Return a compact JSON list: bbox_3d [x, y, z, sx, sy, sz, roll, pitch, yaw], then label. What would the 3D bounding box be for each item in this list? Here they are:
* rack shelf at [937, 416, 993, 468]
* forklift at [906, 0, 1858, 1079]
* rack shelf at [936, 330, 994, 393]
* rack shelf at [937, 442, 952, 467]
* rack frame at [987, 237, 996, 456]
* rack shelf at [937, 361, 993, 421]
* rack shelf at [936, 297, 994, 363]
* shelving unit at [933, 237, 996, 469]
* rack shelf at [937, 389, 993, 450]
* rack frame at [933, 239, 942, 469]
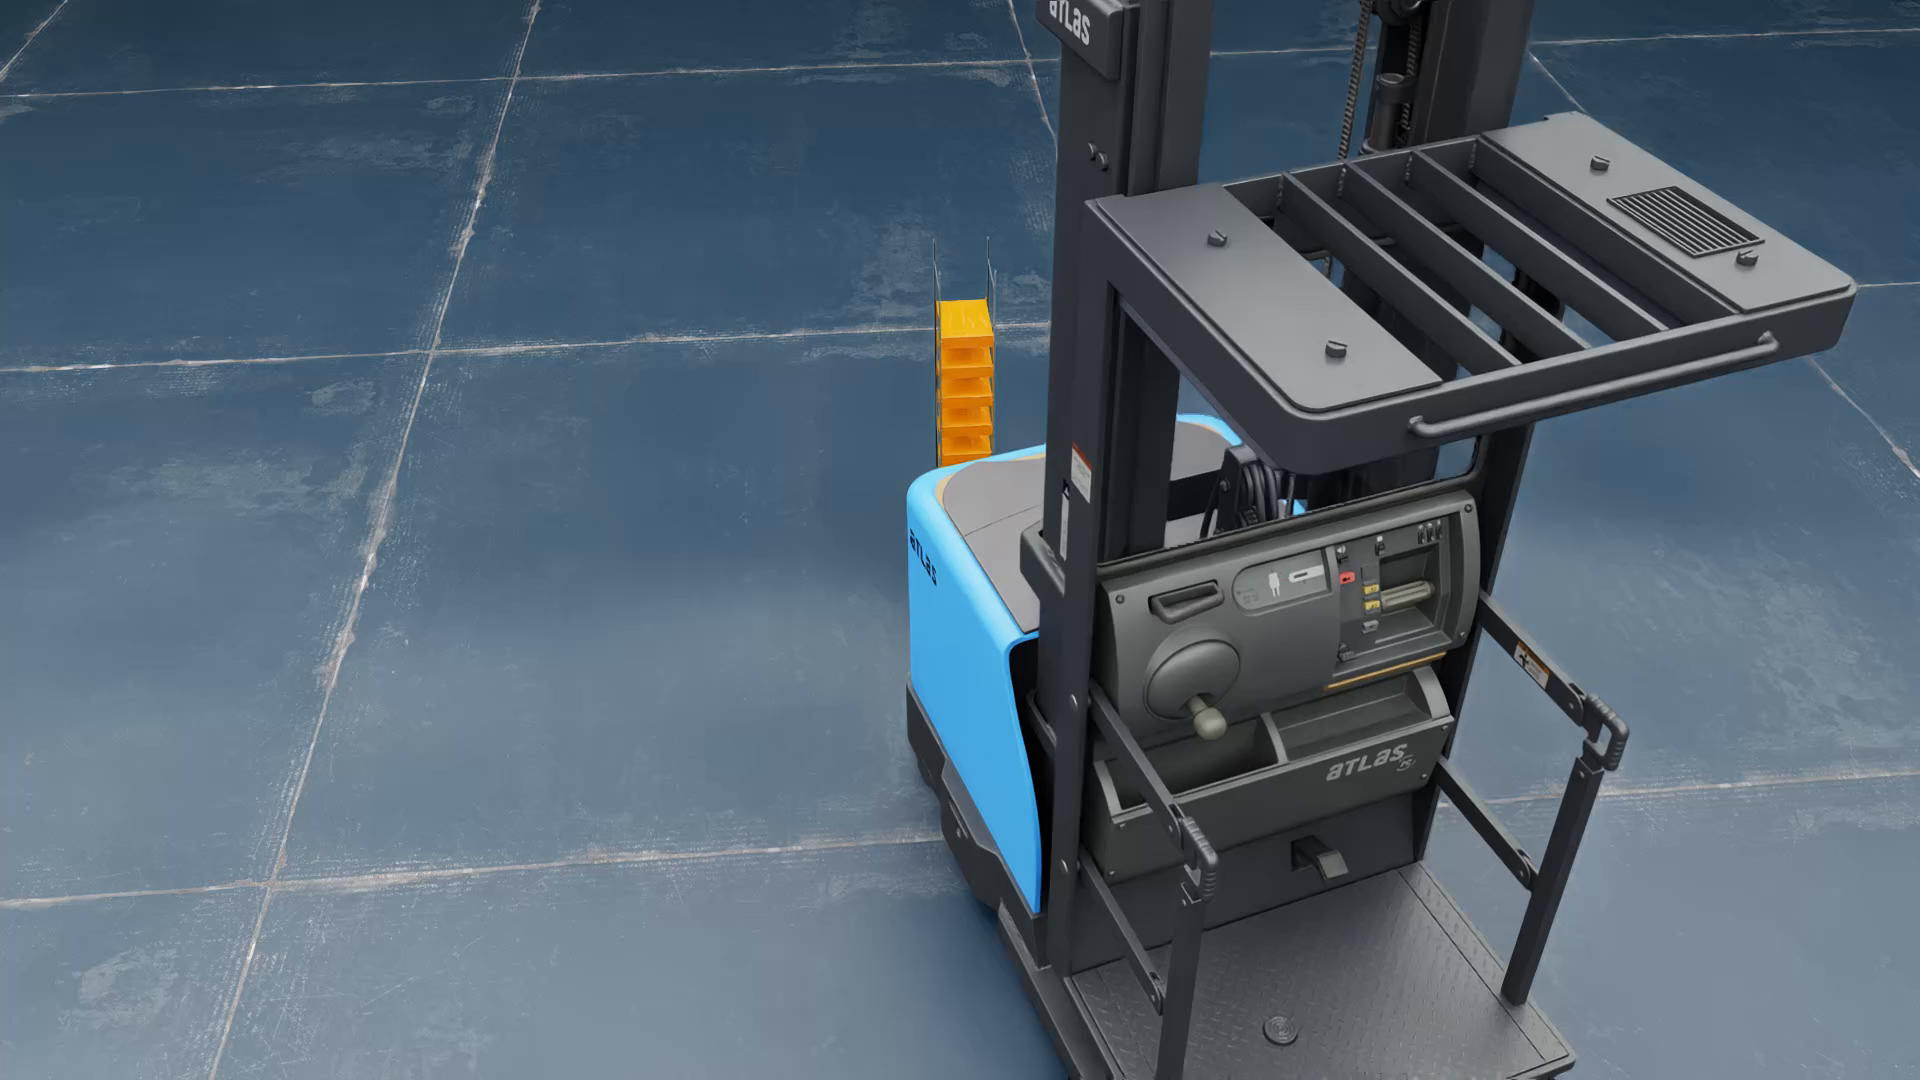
[{"bbox_3d":[0.014,-0.343,5.981,0.180,0.103,0.258,-3,38,-4],"label":"rack shelf"},{"bbox_3d":[0.840,0.246,3.573,1.130,2.935,3.031,-14,40,-17],"label":"forklift"},{"bbox_3d":[0.014,-0.625,5.758,0.180,0.103,0.258,-3,38,-4],"label":"rack shelf"},{"bbox_3d":[0.014,-0.249,6.056,0.180,0.103,0.258,-3,38,-4],"label":"rack shelf"},{"bbox_3d":[0.106,-0.477,5.886,0.006,1.200,0.240,-3,38,-4],"label":"rack frame"},{"bbox_3d":[0.014,-0.531,5.833,0.180,0.103,0.258,-3,38,-4],"label":"rack shelf"},{"bbox_3d":[0.014,-0.720,5.684,0.180,0.103,0.258,-3,38,-4],"label":"rack shelf"},{"bbox_3d":[0.014,-0.472,5.879,0.189,1.200,0.258,-3,38,-4],"label":"shelving unit"},{"bbox_3d":[0.014,-0.437,5.907,0.180,0.103,0.258,-3,38,-4],"label":"rack shelf"},{"bbox_3d":[-0.077,-0.467,5.873,0.006,1.200,0.240,-3,38,-4],"label":"rack frame"}]
